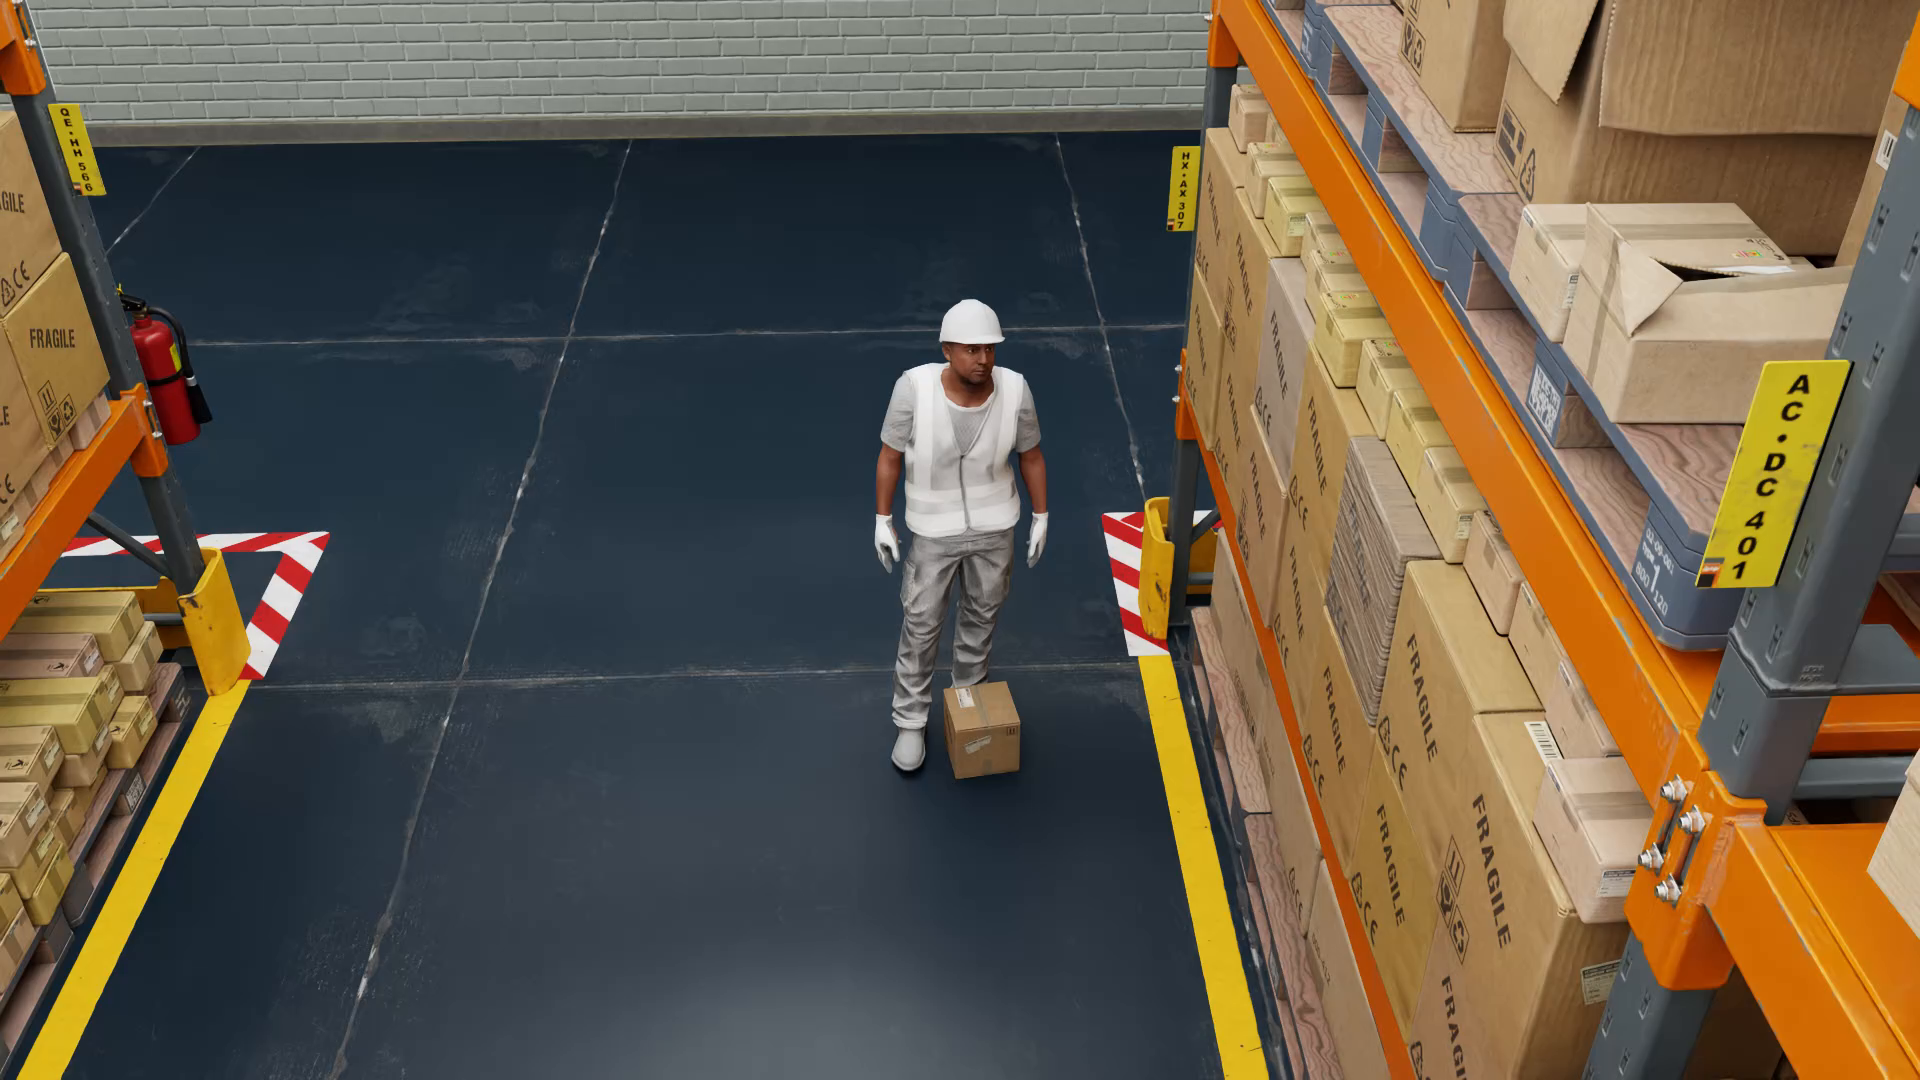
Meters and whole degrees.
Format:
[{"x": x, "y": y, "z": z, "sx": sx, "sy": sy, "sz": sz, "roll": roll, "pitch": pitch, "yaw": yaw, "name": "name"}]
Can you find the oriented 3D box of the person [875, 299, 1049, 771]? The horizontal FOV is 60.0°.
[{"x": 0.015, "y": -0.011, "z": 6.127, "sx": 0.656, "sy": 1.784, "sz": 0.576, "roll": -6, "pitch": 35, "yaw": -8, "name": "person"}]
